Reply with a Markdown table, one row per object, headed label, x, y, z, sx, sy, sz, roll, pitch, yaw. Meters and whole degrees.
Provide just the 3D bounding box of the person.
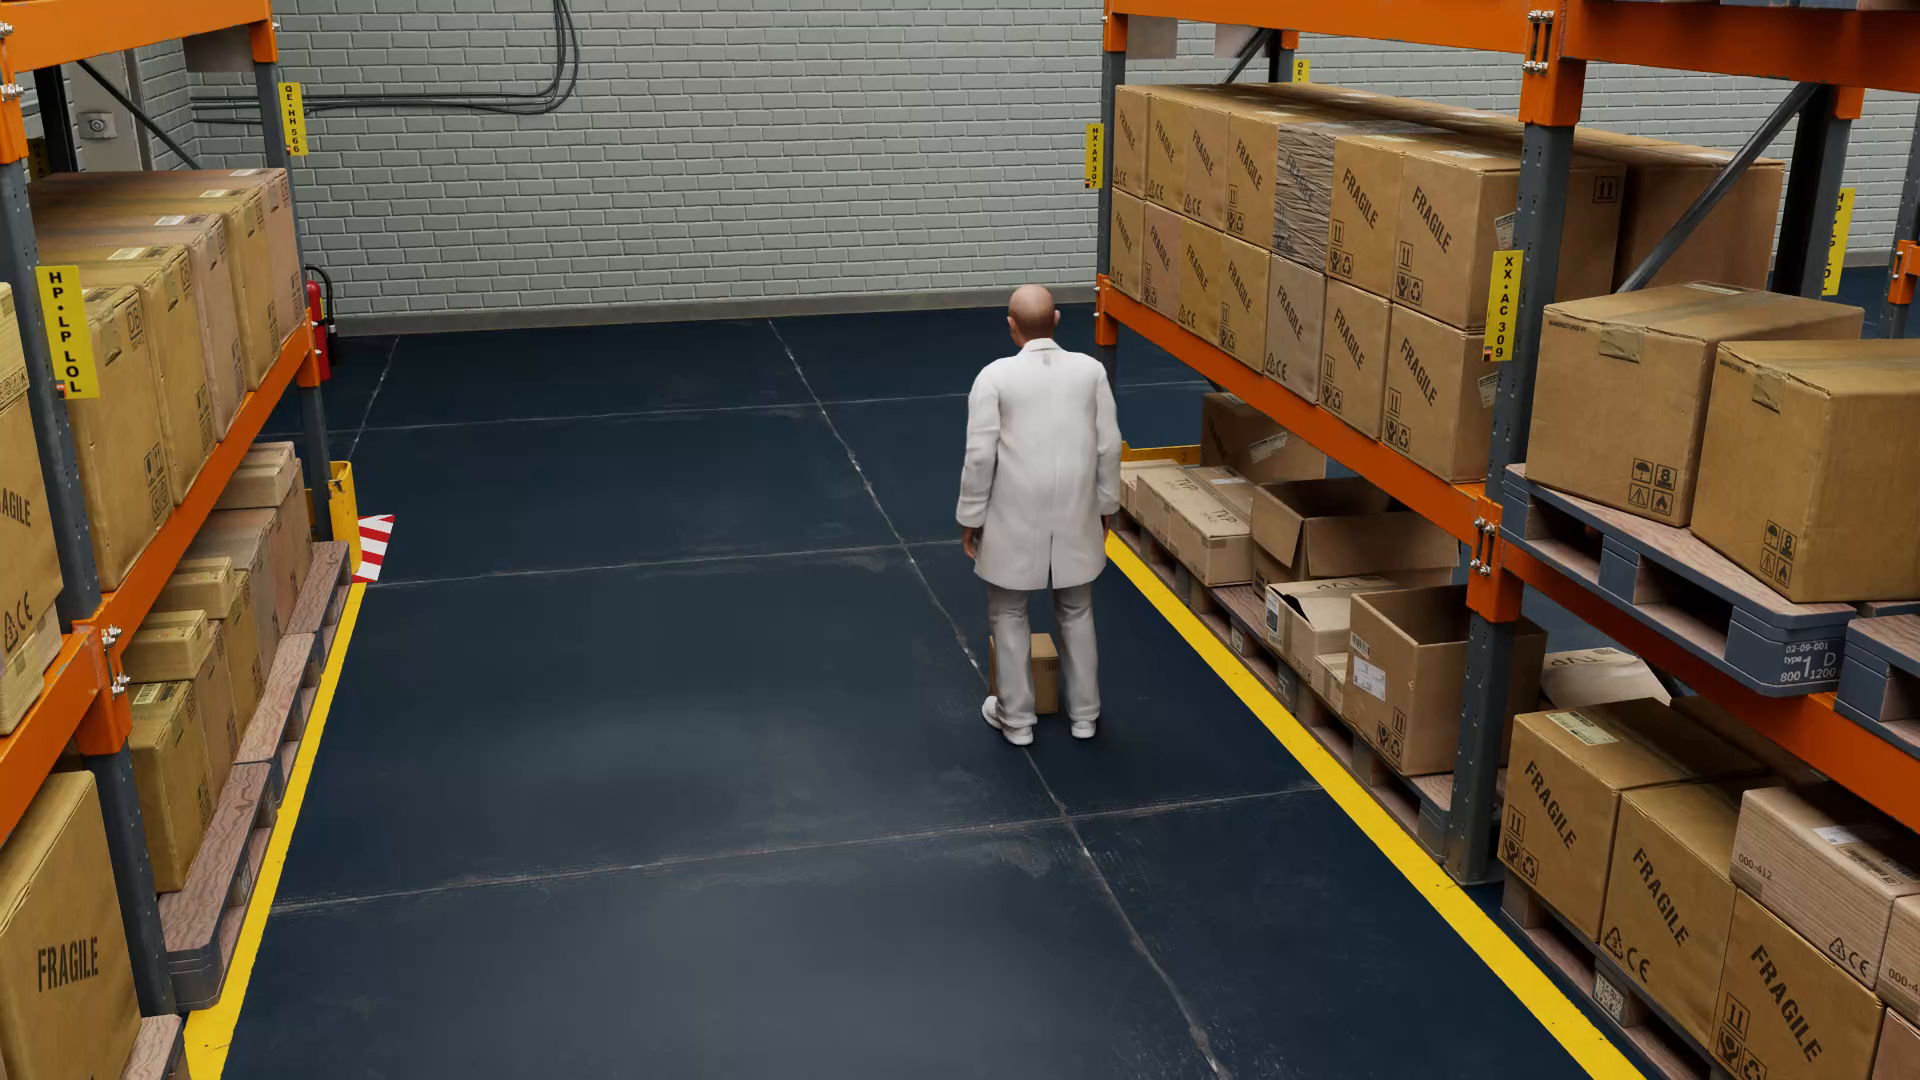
| label | x | y | z | sx | sy | sz | roll | pitch | yaw |
| --- | --- | --- | --- | --- | --- | --- | --- | --- | --- |
| person | 0.298 | -0.086 | 6.338 | 0.648 | 1.772 | 0.429 | -5 | 20 | -13 |
